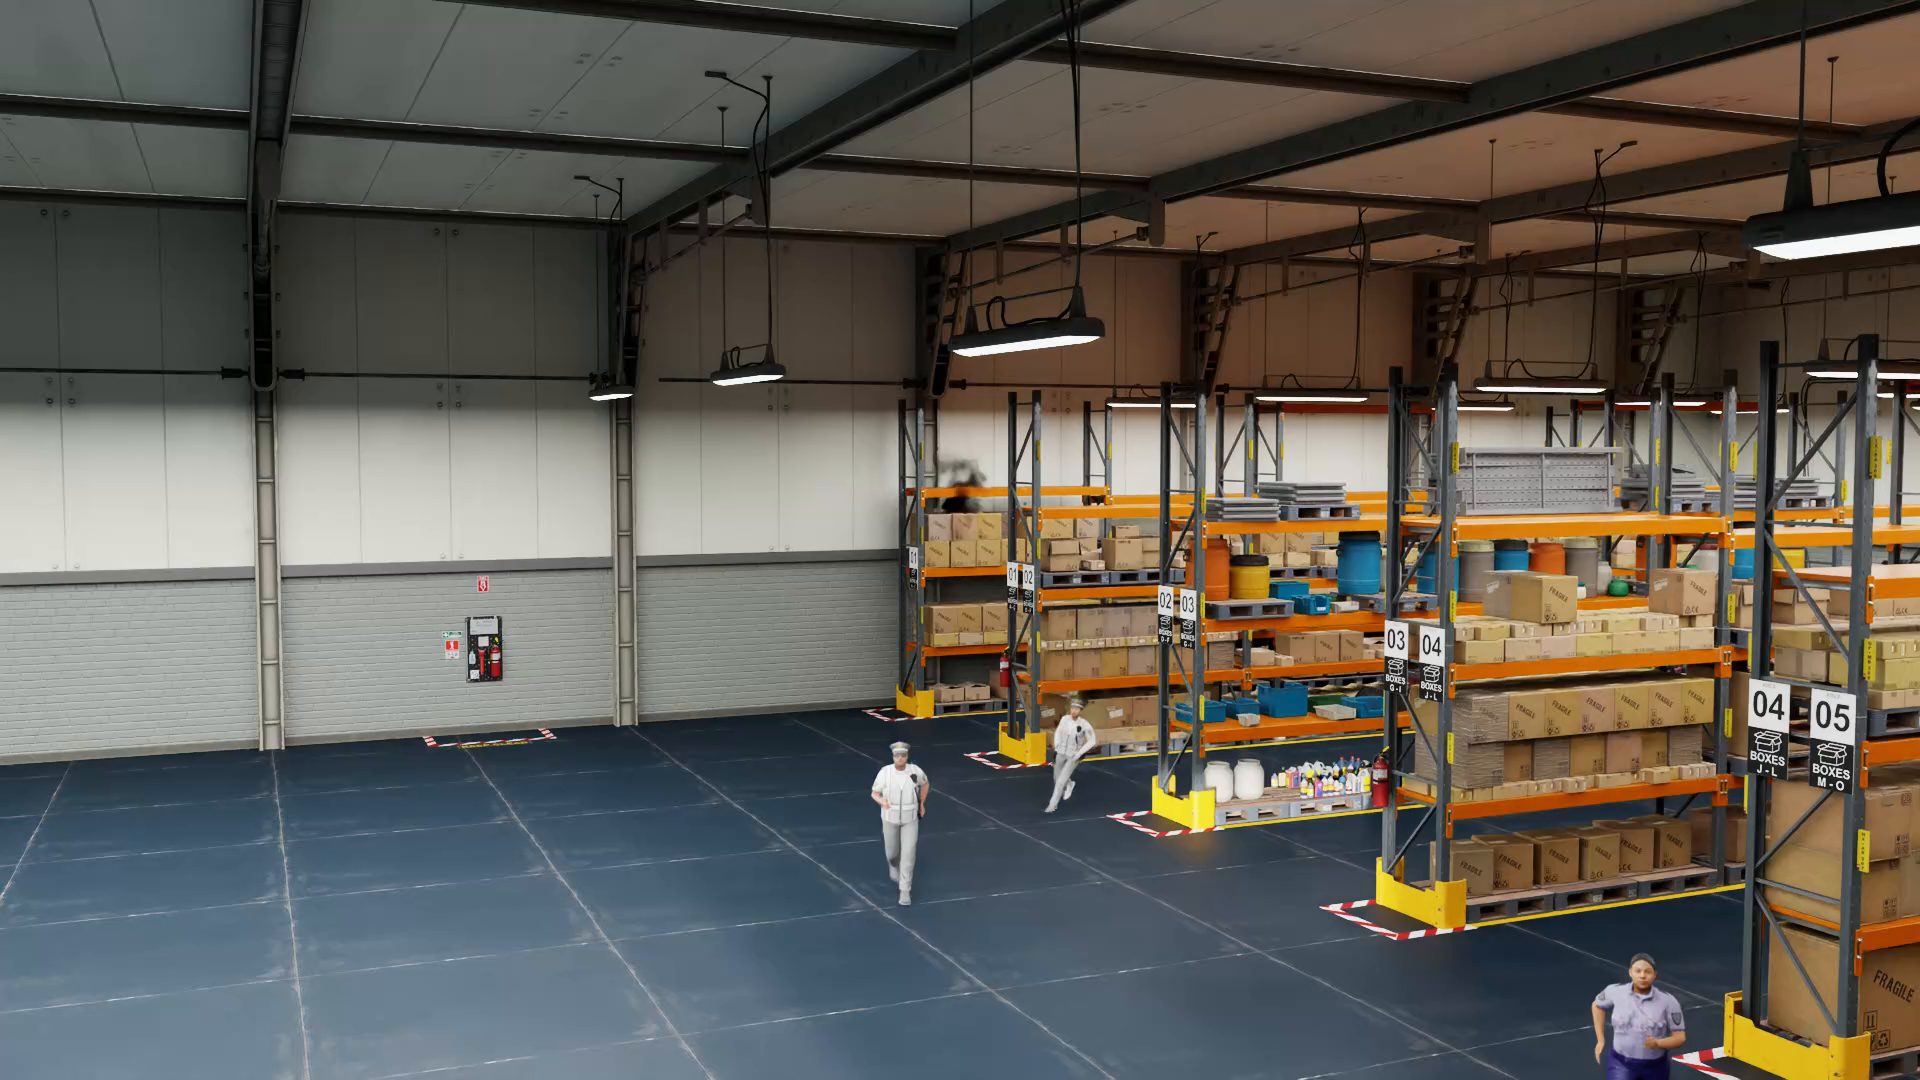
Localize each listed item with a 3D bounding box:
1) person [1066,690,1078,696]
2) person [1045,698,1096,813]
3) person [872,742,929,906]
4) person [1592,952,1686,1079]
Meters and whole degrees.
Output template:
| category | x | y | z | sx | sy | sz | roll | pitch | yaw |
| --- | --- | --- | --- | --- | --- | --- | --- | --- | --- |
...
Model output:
| category | x | y | z | sx | sy | sz | roll | pitch | yaw |
| --- | --- | --- | --- | --- | --- | --- | --- | --- | --- |
| person | 2.054 | 2.560 | 29.266 | 0.934 | 1.778 | 0.657 | -2 | 4 | -34 |
| person | 1.610 | 2.998 | 23.315 | 0.652 | 1.623 | 0.708 | 2 | 4 | 33 |
| person | -0.673 | 3.168 | 18.900 | 0.664 | 1.774 | 0.954 | 0 | 3 | -3 |
| person | 4.656 | 3.679 | 11.419 | 0.579 | 1.714 | 0.749 | 1 | 3 | 17 |
